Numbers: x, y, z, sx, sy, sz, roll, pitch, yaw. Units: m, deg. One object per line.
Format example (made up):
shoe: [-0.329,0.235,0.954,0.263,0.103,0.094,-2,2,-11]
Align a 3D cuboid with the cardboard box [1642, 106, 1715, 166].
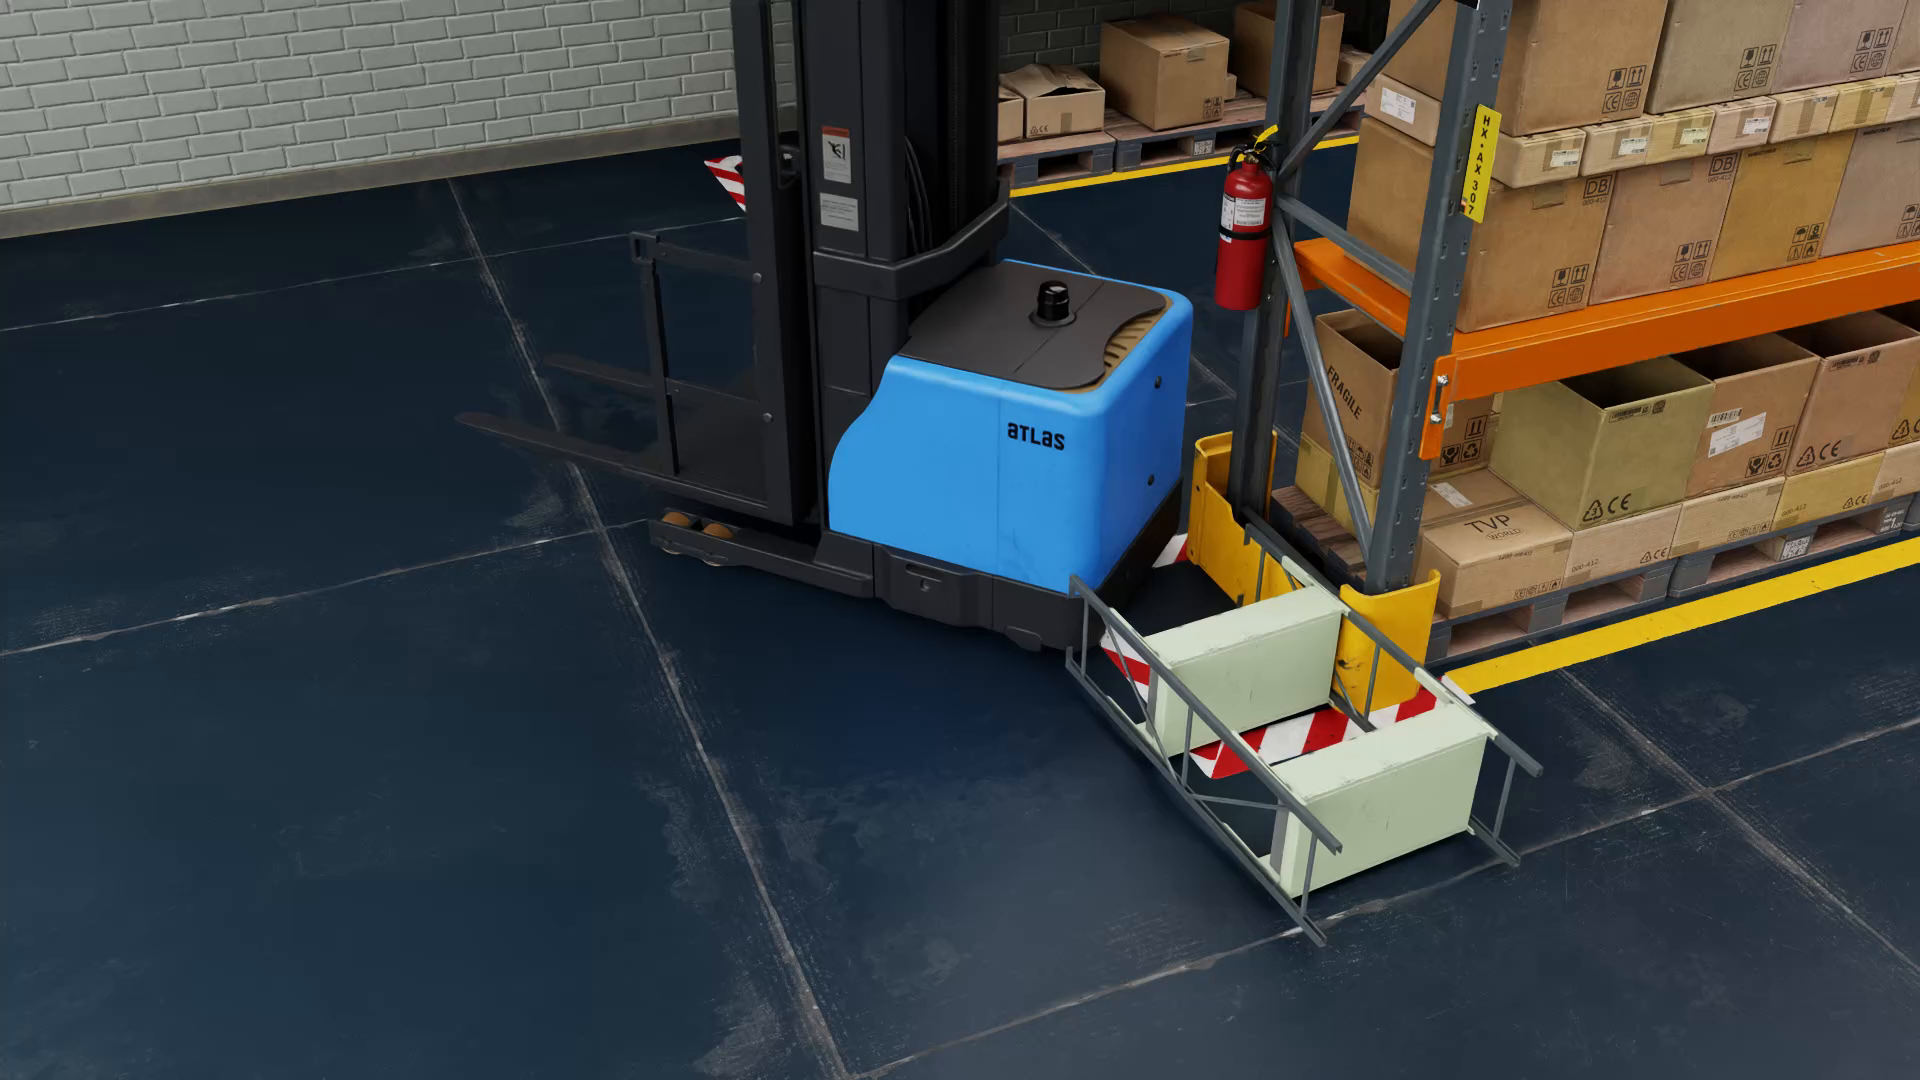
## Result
cardboard box: [2.210,-1.366,5.412,0.250,0.149,0.380,-13,35,-19]

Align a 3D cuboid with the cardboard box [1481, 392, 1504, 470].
cardboard box: [2.128,-0.365,6.697,0.500,0.250,0.500,-13,35,-19]

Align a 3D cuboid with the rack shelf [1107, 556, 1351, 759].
rack shelf: [0.905,0.404,5.679,0.720,0.431,0.370,-15,36,-22]

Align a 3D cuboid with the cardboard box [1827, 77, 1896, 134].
cardboard box: [2.924,-1.530,5.664,0.250,0.149,0.380,-13,35,-20]

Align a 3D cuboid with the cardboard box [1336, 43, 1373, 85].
cardboard box: [2.577,-3.172,11.069,0.250,0.166,0.380,-18,37,-25]

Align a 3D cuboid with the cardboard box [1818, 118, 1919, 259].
cardboard box: [3.154,-1.431,6.107,0.500,0.500,0.700,-12,35,-18]

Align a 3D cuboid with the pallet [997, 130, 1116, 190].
pallet: [0.204,-2.460,10.337,1.213,0.211,1.003,-13,35,-19]

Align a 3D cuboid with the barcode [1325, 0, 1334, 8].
barcode: [2.468,-3.581,11.098,0.075,0.075,0.001,-13,35,-19]

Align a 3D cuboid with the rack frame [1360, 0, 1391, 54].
rack frame: [3.059,-4.303,10.613,0.127,3.000,1.000,-13,35,-19]

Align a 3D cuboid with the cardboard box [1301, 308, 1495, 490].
cardboard box: [1.671,-0.569,6.323,0.500,0.500,0.500,-13,35,-19]

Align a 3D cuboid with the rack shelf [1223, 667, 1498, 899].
rack shelf: [1.224,0.754,5.142,0.720,0.431,0.370,-15,36,-22]

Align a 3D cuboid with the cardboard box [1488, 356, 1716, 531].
cardboard box: [2.333,-0.414,6.085,0.500,0.500,0.500,-13,35,-19]

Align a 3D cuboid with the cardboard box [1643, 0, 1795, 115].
cardboard box: [2.259,-1.771,5.440,0.500,0.500,0.700,-14,36,-20]

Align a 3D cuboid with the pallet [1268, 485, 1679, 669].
pallet: [1.981,0.018,6.529,1.213,0.211,1.003,-13,35,-19]

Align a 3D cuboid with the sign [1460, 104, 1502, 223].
sign: [1.501,-1.084,4.799,0.005,0.325,0.100,-13,35,-19]

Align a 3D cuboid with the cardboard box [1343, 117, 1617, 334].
cardboard box: [1.727,-1.102,5.602,0.500,0.500,0.700,-13,35,-19]

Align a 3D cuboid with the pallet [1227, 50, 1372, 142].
pallet: [2.453,-2.975,11.128,1.213,0.211,1.003,-13,35,-19]

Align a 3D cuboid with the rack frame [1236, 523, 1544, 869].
rack frame: [1.378,0.474,5.571,0.023,0.400,1.500,-15,36,-22]

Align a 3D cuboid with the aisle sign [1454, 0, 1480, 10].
aisle sign: [1.350,-1.890,4.521,0.004,0.787,0.394,-13,35,-19]

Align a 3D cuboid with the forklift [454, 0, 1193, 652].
forklift: [-0.672,-1.366,6.161,3.031,2.935,1.130,15,36,22]

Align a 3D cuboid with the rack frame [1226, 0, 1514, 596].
rack frame: [1.292,-0.968,5.488,0.127,3.000,1.000,-13,35,-19]

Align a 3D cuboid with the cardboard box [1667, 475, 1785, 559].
cardboard box: [2.793,-0.206,6.452,0.500,0.250,0.500,-13,35,-19]

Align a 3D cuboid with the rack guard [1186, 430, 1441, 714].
rack guard: [1.270,0.084,6.162,0.348,0.500,1.175,-13,35,-19]

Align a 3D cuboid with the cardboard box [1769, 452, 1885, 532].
cardboard box: [3.256,-0.309,6.611,0.500,0.250,0.500,-13,35,-19]

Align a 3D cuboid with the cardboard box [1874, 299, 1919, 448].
cardboard box: [3.712,-0.736,6.579,0.500,0.500,0.500,-13,35,-19]

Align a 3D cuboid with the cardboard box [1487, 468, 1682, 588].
cardboard box: [2.332,-0.101,6.290,0.500,0.250,0.500,-13,35,-19]

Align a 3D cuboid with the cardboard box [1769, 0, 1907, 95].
cardboard box: [2.723,-1.878,5.605,0.500,0.500,0.700,-13,35,-19]

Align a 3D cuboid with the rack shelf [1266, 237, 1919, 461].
rack shelf: [3.136,-1.089,6.333,4.000,0.370,1.077,-13,35,-19]

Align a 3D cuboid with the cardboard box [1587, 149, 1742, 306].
cardboard box: [2.210,-1.216,5.776,0.500,0.500,0.700,-12,35,-18]

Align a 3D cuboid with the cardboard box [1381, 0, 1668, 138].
cardboard box: [1.776,-1.657,5.266,0.500,0.500,0.700,-13,35,-19]

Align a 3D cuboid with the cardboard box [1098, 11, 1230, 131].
cardboard box: [1.265,-2.946,10.416,0.500,0.500,0.700,-15,36,-22]

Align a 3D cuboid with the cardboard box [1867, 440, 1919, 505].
cardboard box: [3.717,-0.415,6.774,0.500,0.250,0.500,-13,35,-19]

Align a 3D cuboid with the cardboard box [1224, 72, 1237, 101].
cardboard box: [1.576,-2.965,10.767,0.250,0.149,0.380,-16,36,-23]

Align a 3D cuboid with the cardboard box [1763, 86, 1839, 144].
cardboard box: [2.688,-1.476,5.581,0.250,0.149,0.380,-14,36,-21]

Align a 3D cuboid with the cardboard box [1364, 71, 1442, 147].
cardboard box: [1.570,-1.459,5.555,0.250,0.149,0.380,-13,35,-20]

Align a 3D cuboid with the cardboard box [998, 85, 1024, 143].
cardboard box: [0.044,-2.617,10.083,0.500,0.311,0.500,-17,37,-24]

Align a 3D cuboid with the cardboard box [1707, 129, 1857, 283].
cardboard box: [2.670,-1.318,5.933,0.500,0.500,0.700,-13,35,-19]

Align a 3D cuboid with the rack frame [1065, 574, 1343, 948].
rack frame: [0.722,0.652,5.298,0.023,0.400,1.500,-15,36,-22]

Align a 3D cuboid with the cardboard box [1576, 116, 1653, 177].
cardboard box: [1.979,-1.314,5.332,0.250,0.149,0.380,-14,36,-20]

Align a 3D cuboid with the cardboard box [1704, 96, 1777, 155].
cardboard box: [2.443,-1.418,5.492,0.250,0.149,0.380,-13,35,-20]

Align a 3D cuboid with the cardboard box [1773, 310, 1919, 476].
cardboard box: [3.257,-0.623,6.406,0.500,0.500,0.500,-13,35,-19]

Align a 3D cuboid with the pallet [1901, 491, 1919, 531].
pallet: [4.231,-0.497,7.321,1.213,0.211,1.003,-13,35,-19]

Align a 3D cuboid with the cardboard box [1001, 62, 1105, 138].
cardboard box: [0.569,-2.737,10.268,0.500,0.311,0.500,-10,34,-15]

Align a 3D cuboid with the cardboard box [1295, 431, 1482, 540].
cardboard box: [1.672,-0.254,6.526,0.500,0.250,0.500,-13,35,-19]

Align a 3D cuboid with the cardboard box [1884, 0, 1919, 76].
cardboard box: [3.185,-1.984,5.767,0.500,0.500,0.700,-13,35,-19]

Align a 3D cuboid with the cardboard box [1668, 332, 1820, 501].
cardboard box: [2.789,-0.526,6.257,0.500,0.500,0.500,-13,35,-19]

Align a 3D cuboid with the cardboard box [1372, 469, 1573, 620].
cardboard box: [1.872,0.007,6.125,0.500,0.250,0.500,-13,35,-19]

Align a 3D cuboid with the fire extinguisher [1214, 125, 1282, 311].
fire extinguisher: [1.003,-1.145,5.830,0.183,0.674,0.296,-13,35,-19]

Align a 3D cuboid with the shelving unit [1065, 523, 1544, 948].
shelving unit: [1.050,0.563,5.435,0.755,0.431,1.500,-15,36,-22]

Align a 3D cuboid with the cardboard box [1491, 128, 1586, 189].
cardboard box: [1.737,-1.257,5.245,0.250,0.149,0.380,-13,35,-19]

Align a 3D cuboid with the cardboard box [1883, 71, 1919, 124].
cardboard box: [3.155,-1.581,5.743,0.250,0.149,0.380,-13,35,-18]

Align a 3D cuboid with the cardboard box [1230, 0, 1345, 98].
cardboard box: [2.117,-3.201,10.807,0.500,0.500,0.500,-16,36,-22]

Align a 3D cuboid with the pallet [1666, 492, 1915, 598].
pallet: [3.104,-0.238,6.922,1.213,0.211,1.003,-13,35,-19]

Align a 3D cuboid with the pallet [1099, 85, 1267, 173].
pallet: [1.327,-2.715,10.729,1.213,0.211,1.003,-13,35,-19]
